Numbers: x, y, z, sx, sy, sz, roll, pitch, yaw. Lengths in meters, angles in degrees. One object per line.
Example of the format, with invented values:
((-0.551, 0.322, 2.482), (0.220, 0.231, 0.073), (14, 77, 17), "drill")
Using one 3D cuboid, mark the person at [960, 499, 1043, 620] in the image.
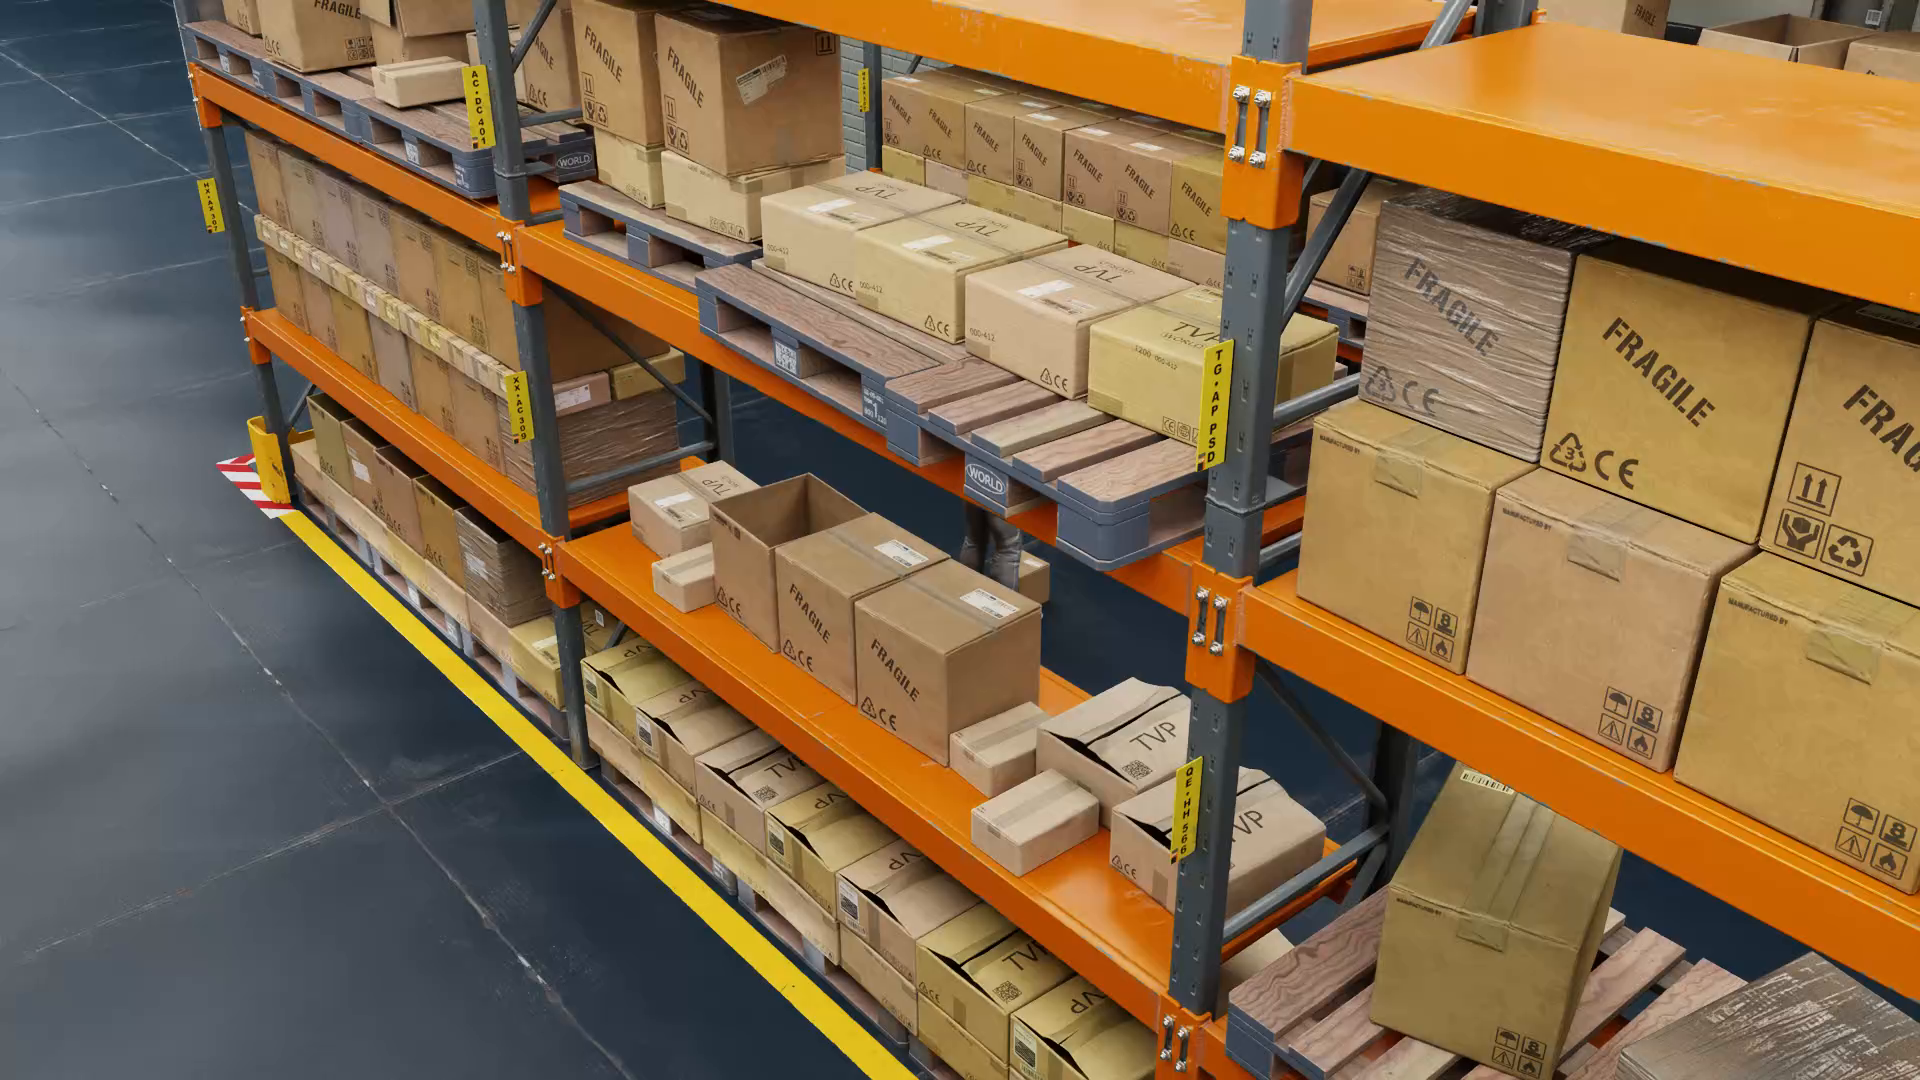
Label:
((0.188, -0.350, 9.261), (0.463, 1.760, 0.632), (-22, 35, -36), "person")
